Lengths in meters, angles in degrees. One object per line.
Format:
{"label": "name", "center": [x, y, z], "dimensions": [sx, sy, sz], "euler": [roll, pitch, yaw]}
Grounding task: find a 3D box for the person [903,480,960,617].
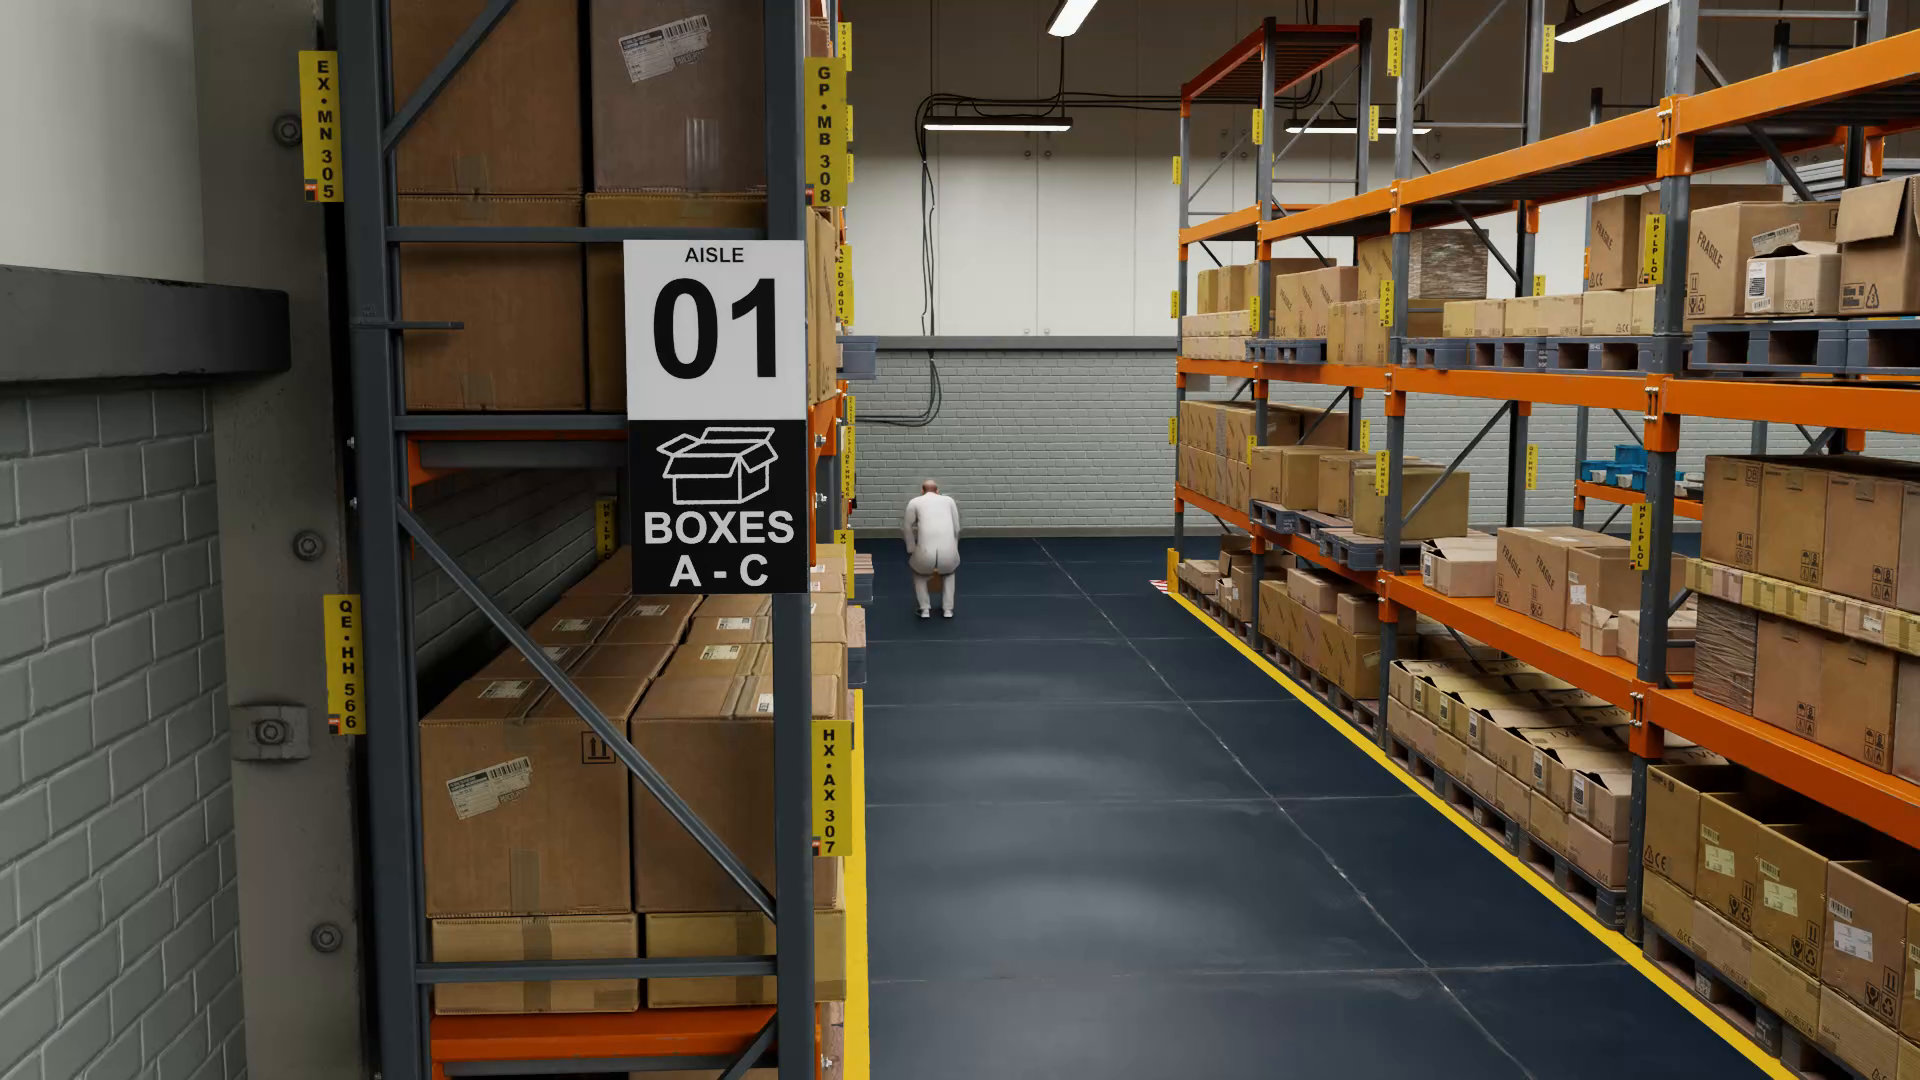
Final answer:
{"label": "person", "center": [-0.309, 0.099, 18.245], "dimensions": [0.631, 1.483, 0.680], "euler": [0, 7, -4]}
